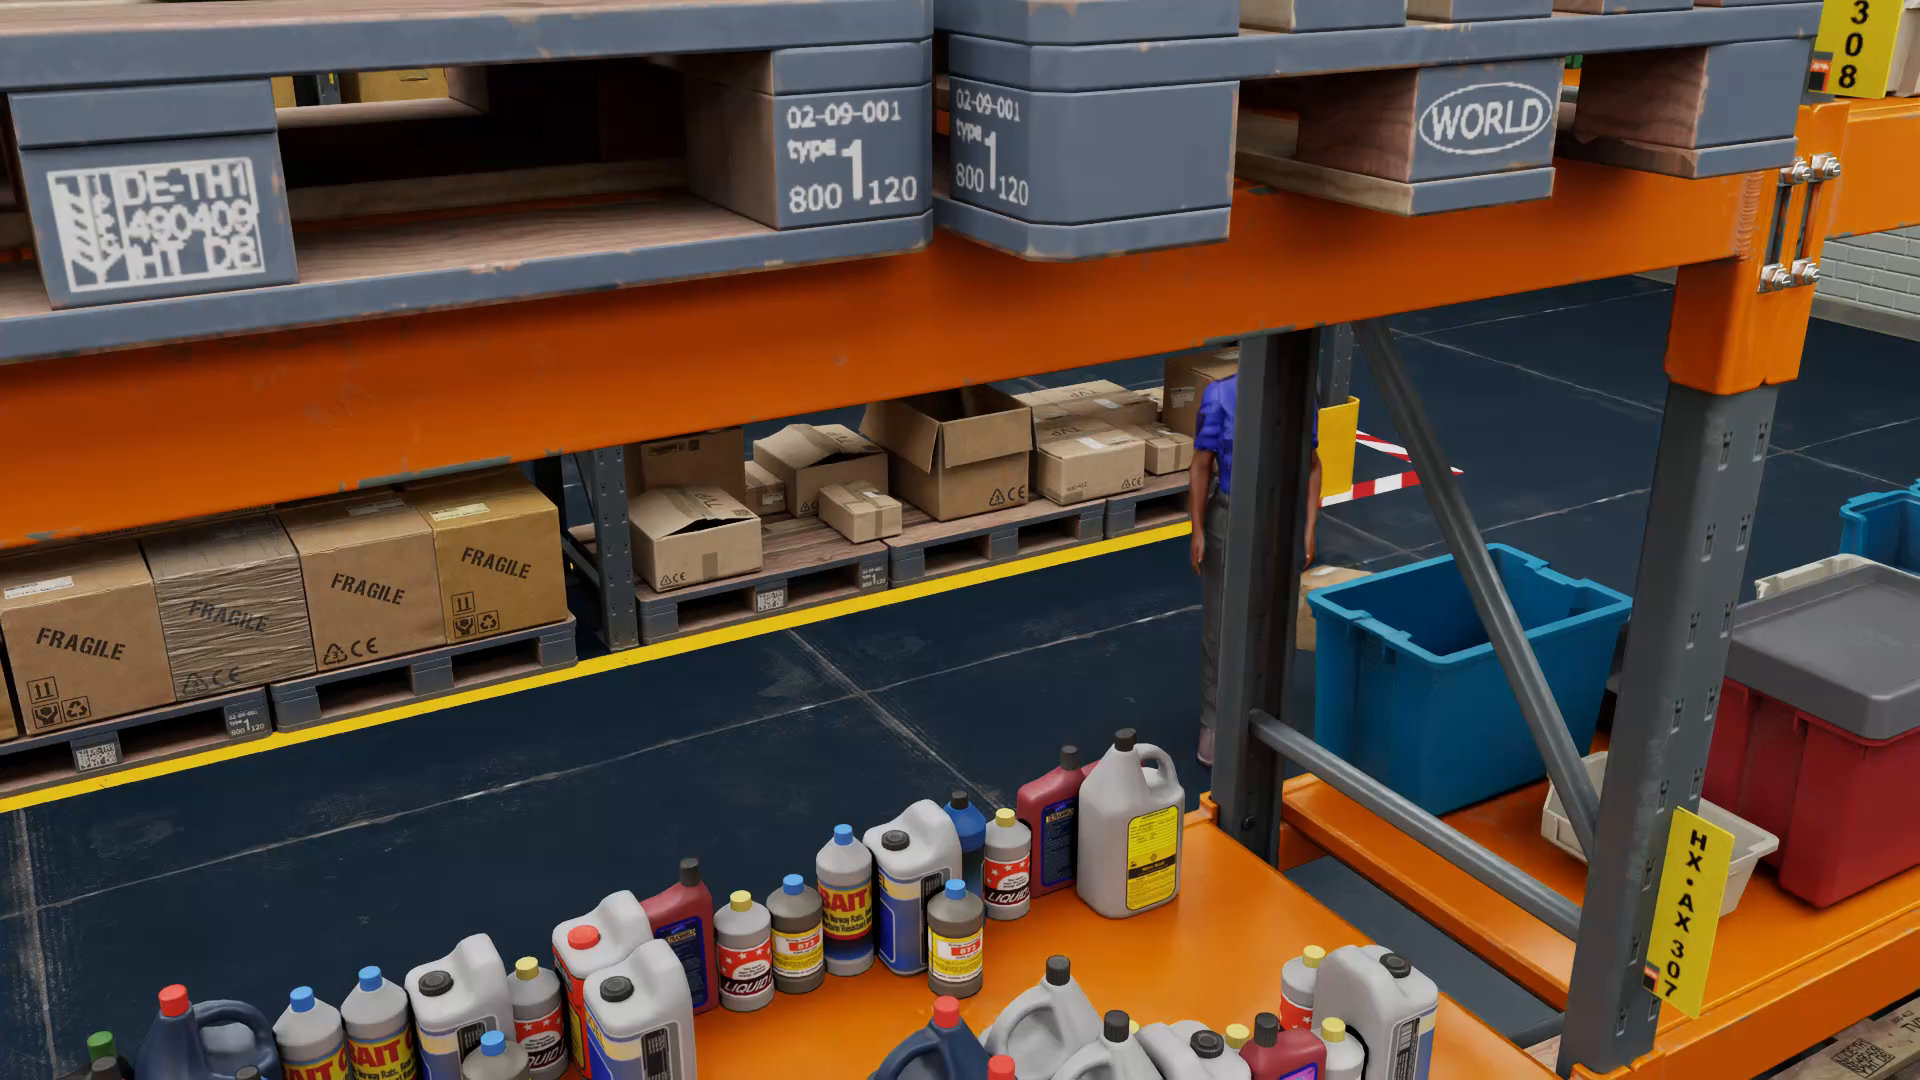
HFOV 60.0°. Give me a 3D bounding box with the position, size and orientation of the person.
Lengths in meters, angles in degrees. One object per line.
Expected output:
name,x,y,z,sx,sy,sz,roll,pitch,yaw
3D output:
person,1.081,-0.018,6.132,0.518,1.656,0.547,-3,22,-8
